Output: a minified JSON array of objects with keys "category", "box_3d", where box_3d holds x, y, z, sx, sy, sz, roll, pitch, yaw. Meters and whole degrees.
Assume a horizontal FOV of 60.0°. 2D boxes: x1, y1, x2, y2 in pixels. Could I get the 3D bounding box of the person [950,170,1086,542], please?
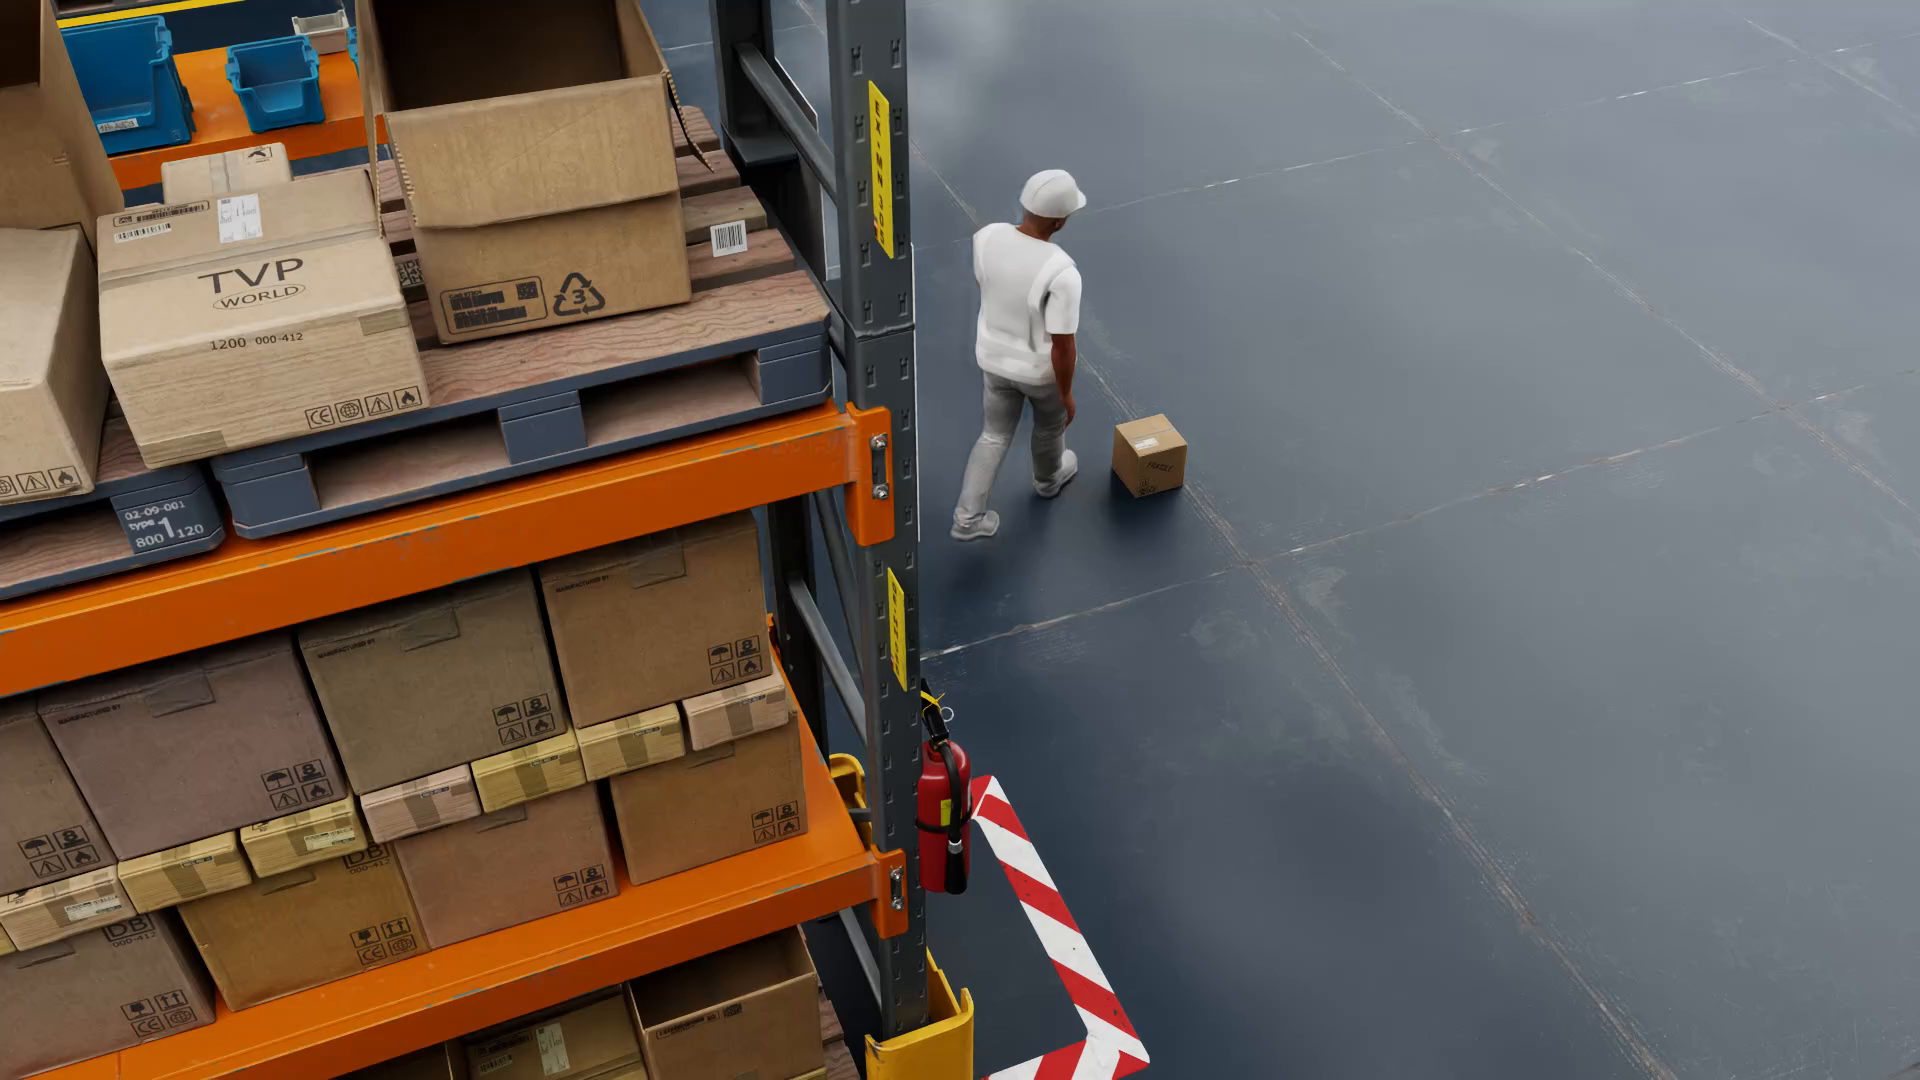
[{"category":"person","box_3d":[0.275,-0.764,7.017,0.574,1.741,0.928,21,46,22]}]
